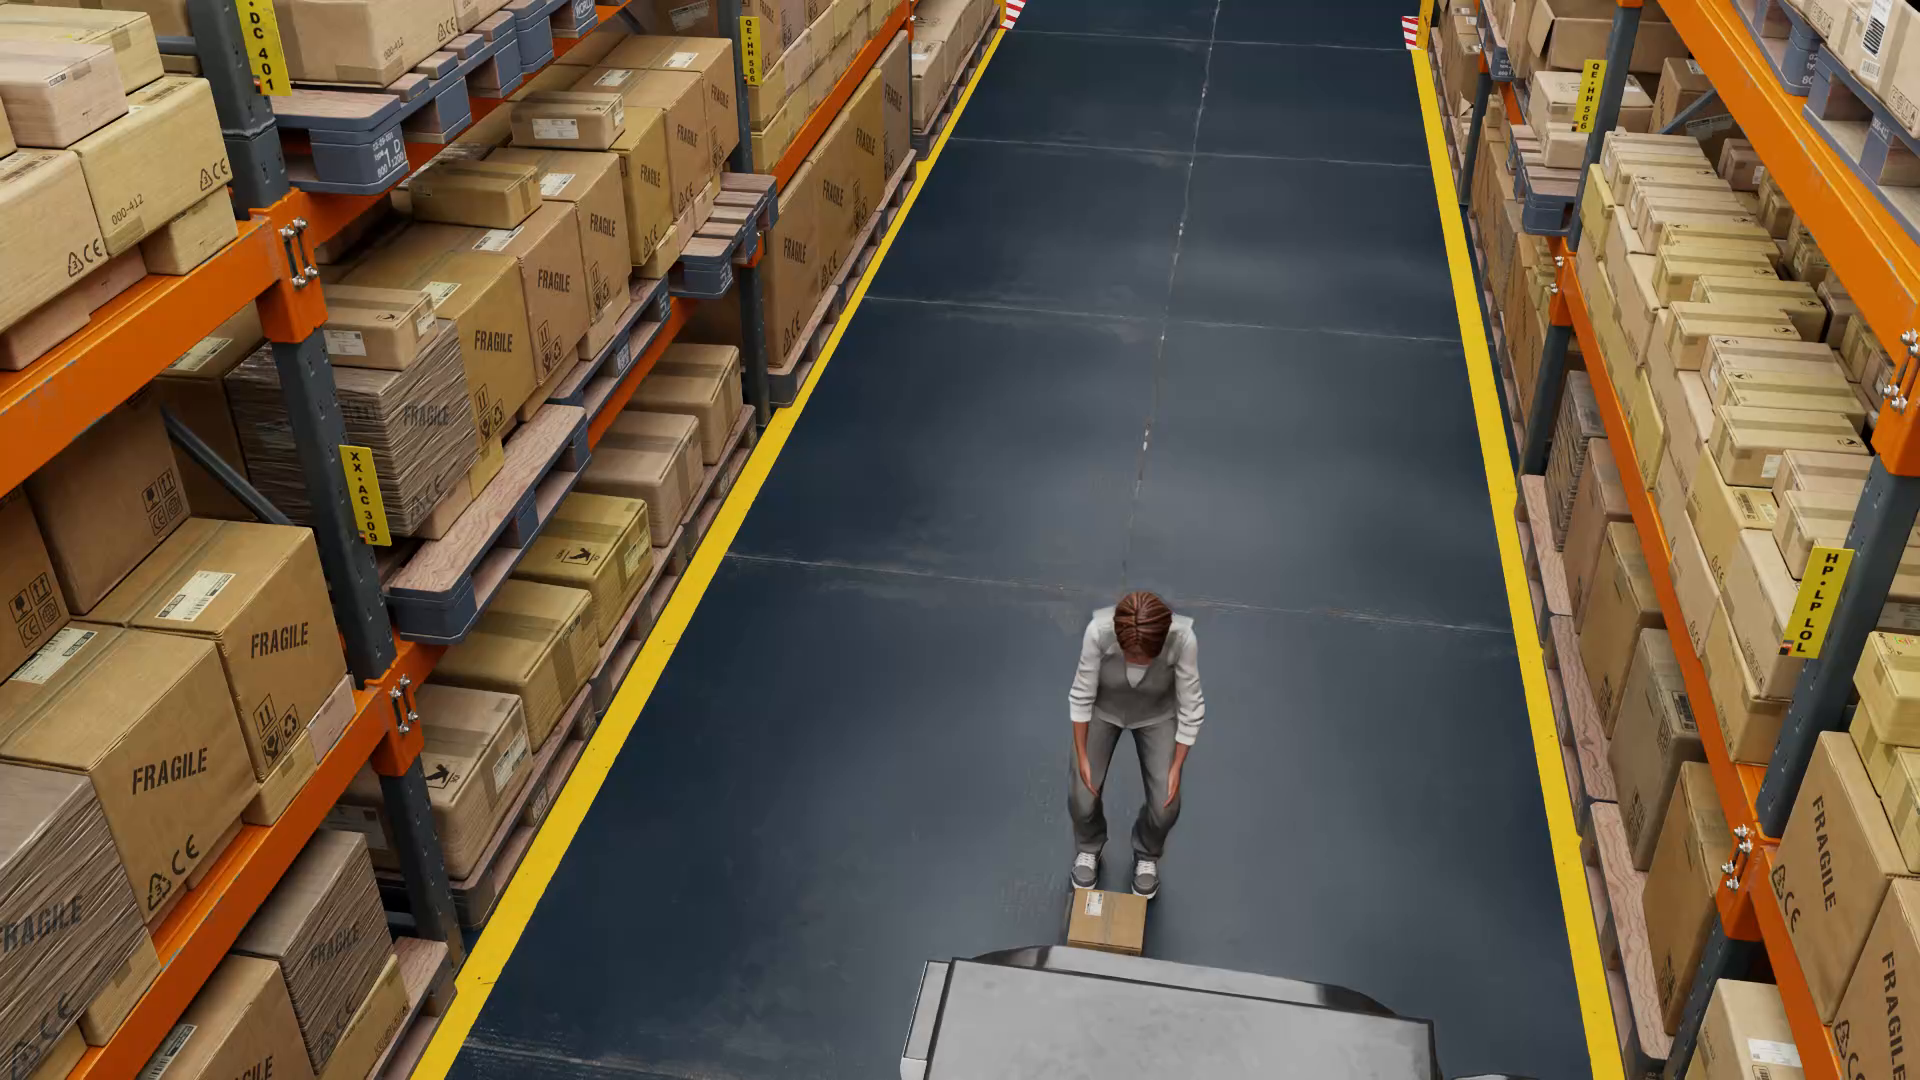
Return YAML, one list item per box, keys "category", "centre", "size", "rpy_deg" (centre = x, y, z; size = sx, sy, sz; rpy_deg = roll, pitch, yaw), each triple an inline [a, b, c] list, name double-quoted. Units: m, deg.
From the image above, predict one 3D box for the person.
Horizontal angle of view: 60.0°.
- category: "person"
  centre: [0.611, 0.682, 5.796]
  size: [0.458, 1.385, 0.581]
  rpy_deg: [6, 33, 9]
